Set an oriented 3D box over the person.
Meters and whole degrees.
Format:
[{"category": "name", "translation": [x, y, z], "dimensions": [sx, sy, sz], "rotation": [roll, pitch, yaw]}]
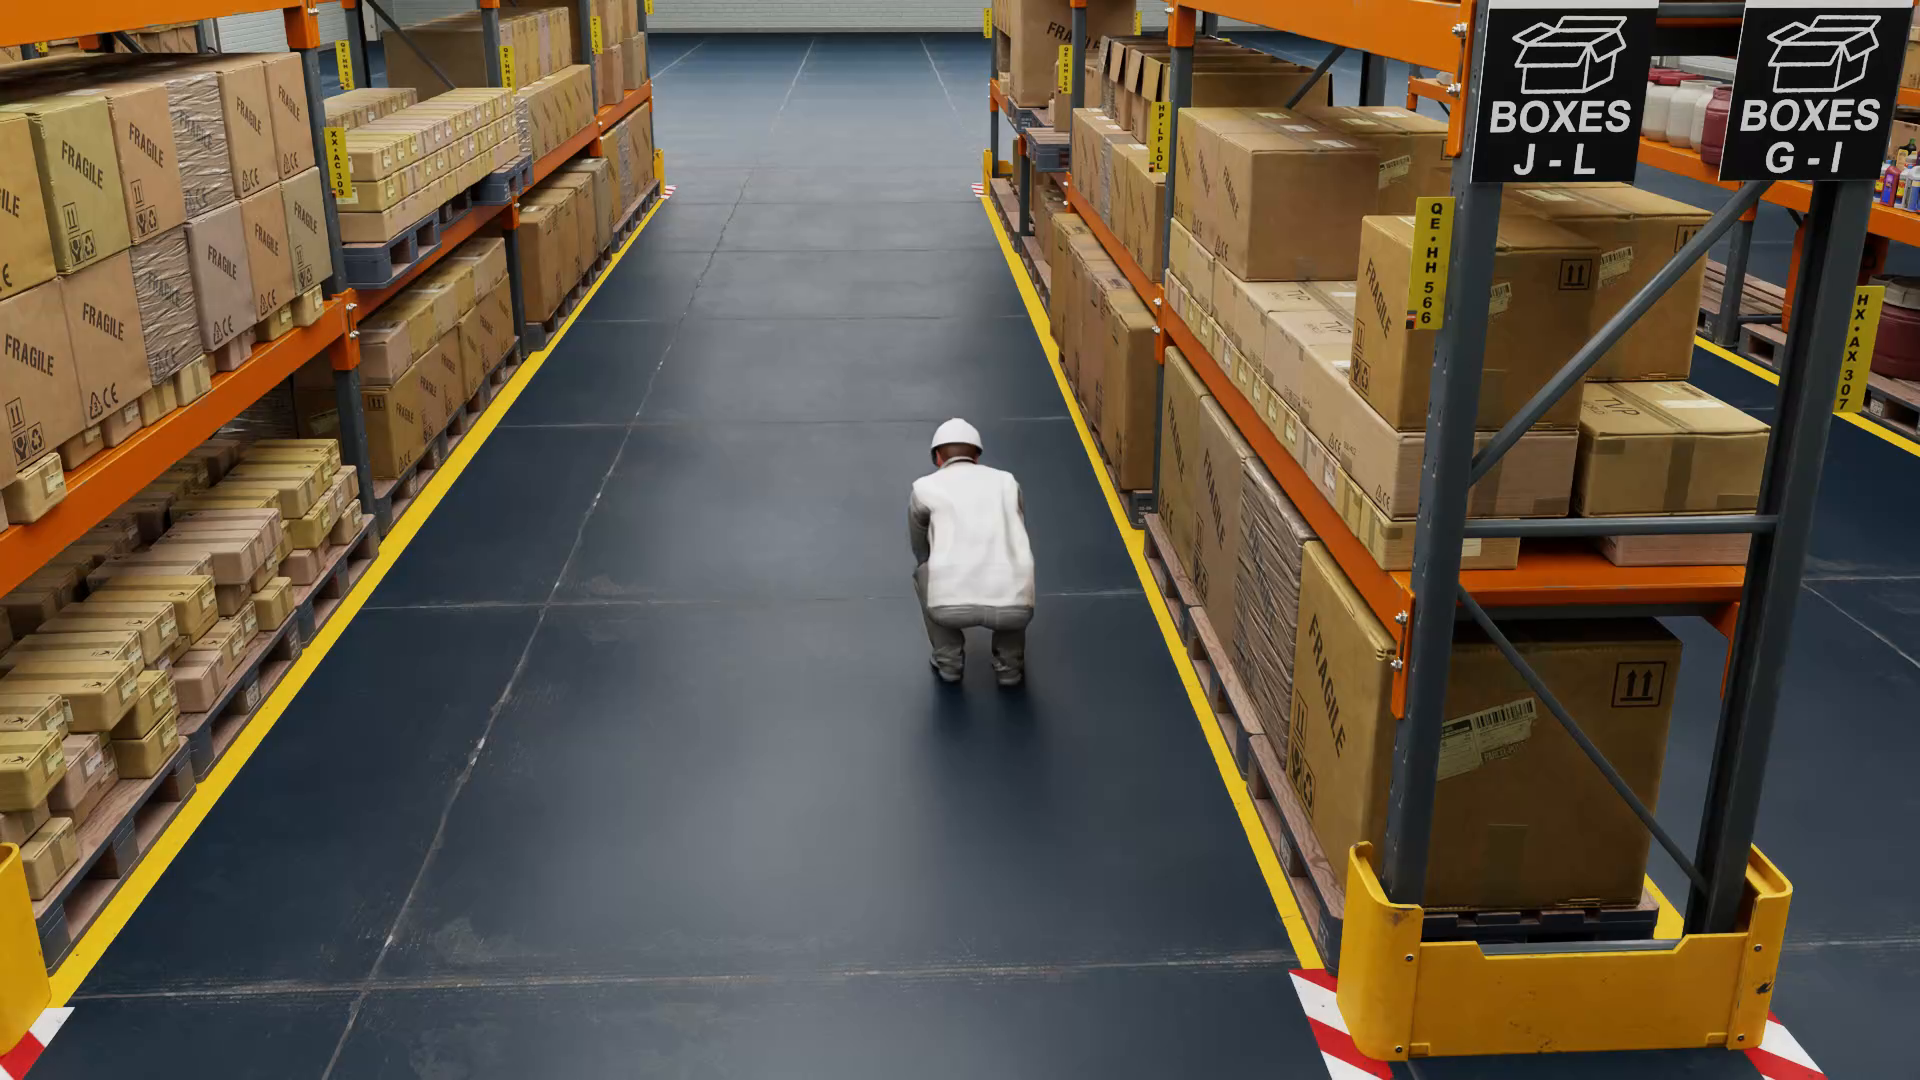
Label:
[{"category": "person", "translation": [0.050, 0.054, 7.010], "dimensions": [0.534, 1.011, 0.855], "rotation": [-1, 20, -3]}]
